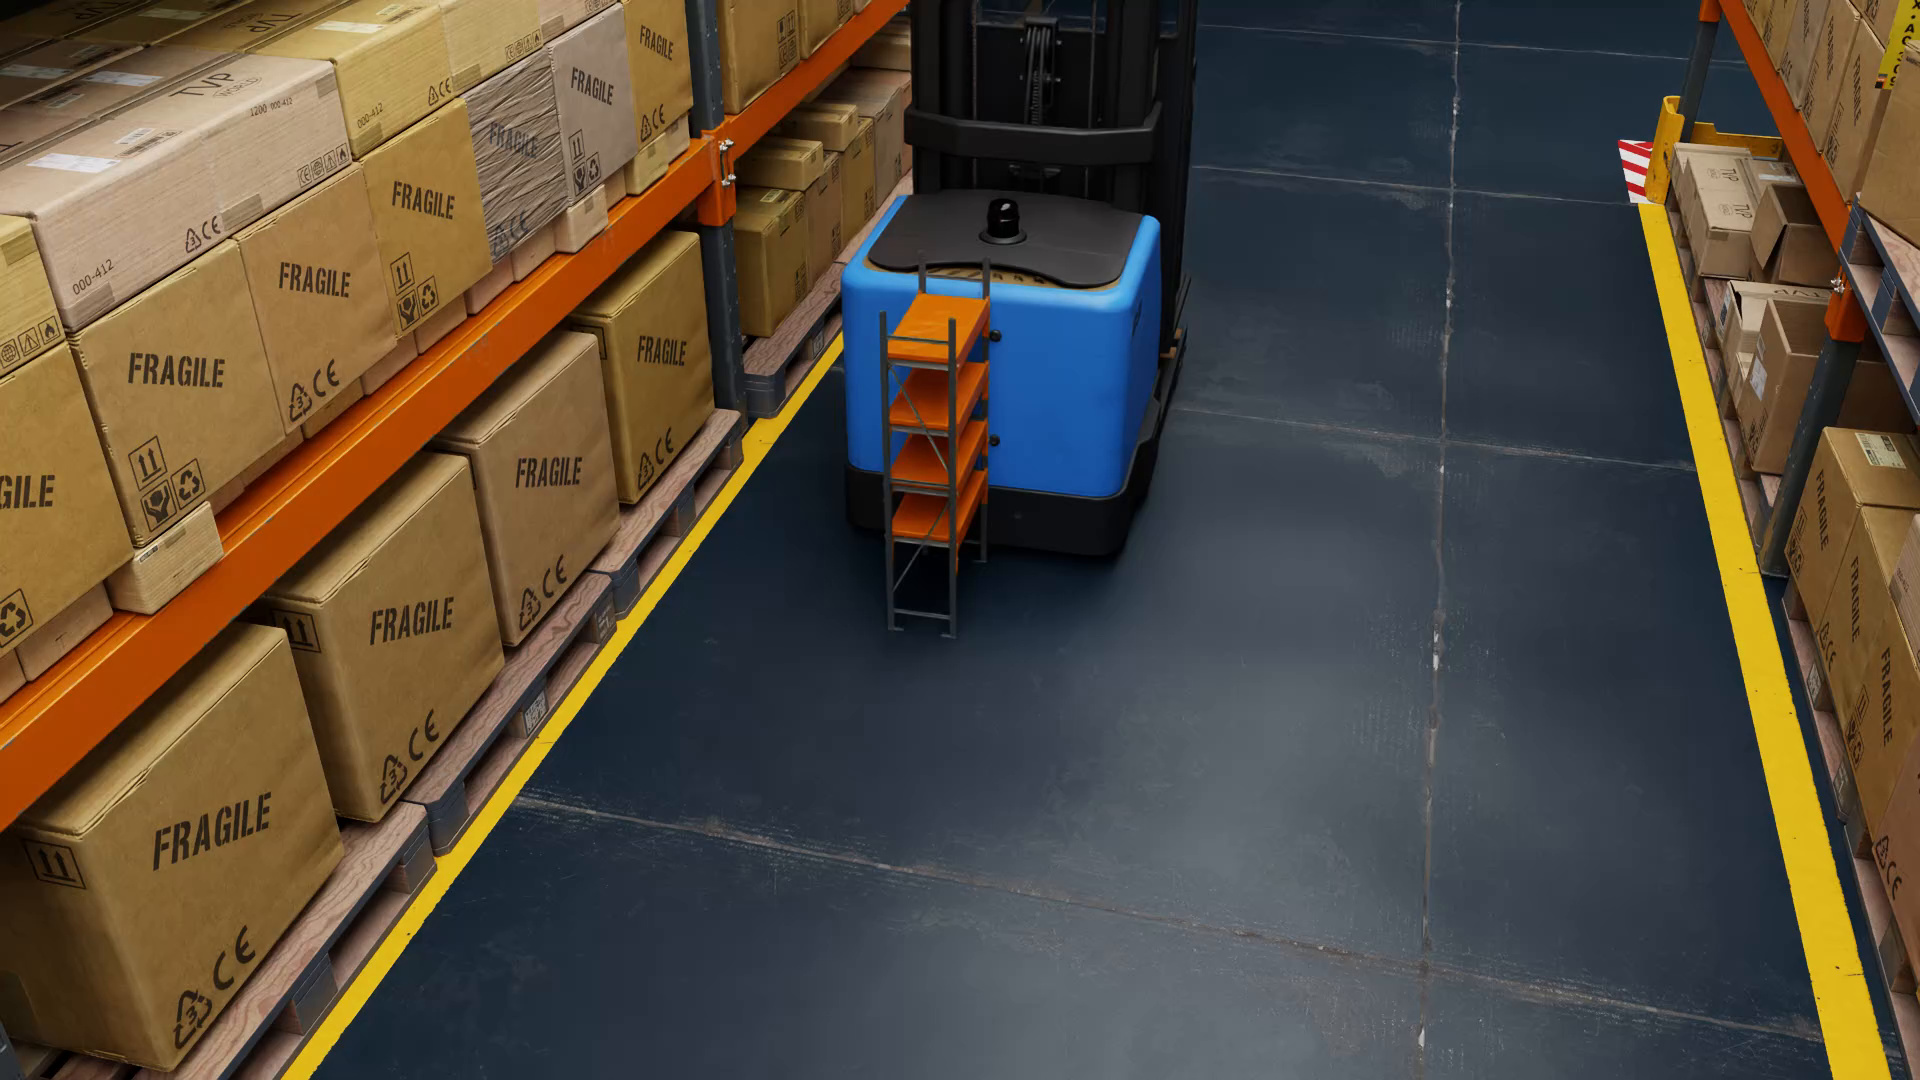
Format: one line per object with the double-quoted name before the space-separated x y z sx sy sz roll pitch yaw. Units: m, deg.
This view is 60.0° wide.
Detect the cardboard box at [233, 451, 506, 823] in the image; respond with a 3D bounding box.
"cardboard box" -1.857 0.220 4.721 0.750 0.750 0.750 8 33 12

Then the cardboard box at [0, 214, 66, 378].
"cardboard box" -2.027 -0.401 2.997 0.500 0.250 0.500 9 33 14

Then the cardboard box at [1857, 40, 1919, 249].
"cardboard box" 3.072 -1.100 4.700 0.700 0.500 0.500 -3 33 -4

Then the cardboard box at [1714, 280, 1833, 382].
"cardboard box" 3.469 -0.871 6.920 0.500 0.311 0.500 8 33 12

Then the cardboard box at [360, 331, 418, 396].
"cardboard box" -1.713 -0.532 4.507 0.380 0.149 0.250 8 33 13

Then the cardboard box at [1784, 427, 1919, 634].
"cardboard box" 3.050 -0.009 5.388 0.500 0.500 0.500 7 33 10

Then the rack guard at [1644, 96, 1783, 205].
"rack guard" 4.404 -2.077 9.052 1.175 0.500 0.348 8 33 12

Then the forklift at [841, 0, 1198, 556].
"forklift" 0.406 -1.961 6.602 1.130 2.935 3.031 7 33 11

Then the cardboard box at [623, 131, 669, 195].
"cardboard box" -1.237 -1.323 5.750 0.380 0.149 0.250 9 33 13

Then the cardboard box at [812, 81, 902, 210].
"cardboard box" -0.704 -2.069 8.647 0.700 0.500 0.500 7 33 11

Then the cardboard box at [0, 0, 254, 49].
"cardboard box" -2.138 -1.255 4.339 0.500 0.250 0.500 7 33 11

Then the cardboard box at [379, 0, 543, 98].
"cardboard box" -1.524 -1.455 4.655 0.500 0.250 0.500 9 33 13

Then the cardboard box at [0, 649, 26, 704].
"cardboard box" -2.092 0.265 3.252 0.380 0.149 0.250 8 33 12

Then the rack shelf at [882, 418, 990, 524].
"rack shelf" -0.075 -0.253 5.655 0.258 0.148 0.480 7 33 11

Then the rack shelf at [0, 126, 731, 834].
"rack shelf" -1.892 -0.427 4.796 1.077 0.370 4.000 8 33 12

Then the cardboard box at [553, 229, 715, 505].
"cardboard box" -1.424 -0.684 6.142 0.750 0.750 0.750 8 33 13

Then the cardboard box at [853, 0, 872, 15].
"cardboard box" -0.865 -2.931 7.786 0.980 0.700 0.700 6 33 10

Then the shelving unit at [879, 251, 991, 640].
"shelving unit" -0.075 -0.310 5.619 0.258 1.200 0.503 7 33 11

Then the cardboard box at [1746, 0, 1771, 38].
"cardboard box" 3.800 -2.491 7.279 0.500 0.500 0.500 8 33 12

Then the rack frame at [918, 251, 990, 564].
"rack frame" -0.020 -0.437 5.820 0.240 1.200 0.015 7 33 11

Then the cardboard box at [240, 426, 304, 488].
"cardboard box" -1.868 -0.274 4.100 0.380 0.149 0.250 9 33 13

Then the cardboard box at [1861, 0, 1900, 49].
"cardboard box" 3.286 -1.858 5.351 0.500 0.500 0.500 8 33 13

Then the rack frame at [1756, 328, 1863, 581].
"rack frame" 3.408 -1.096 5.178 1.000 3.000 0.127 8 33 12

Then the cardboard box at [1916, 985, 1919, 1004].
"cardboard box" 2.535 1.063 3.702 0.500 0.500 0.500 7 33 11

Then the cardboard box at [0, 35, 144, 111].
"cardboard box" -2.267 -0.990 3.924 0.500 0.250 0.500 7 33 11

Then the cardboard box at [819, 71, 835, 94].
"cardboard box" -0.867 -2.431 8.611 0.380 0.149 0.250 8 33 13

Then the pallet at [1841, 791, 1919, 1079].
"pallet" 2.931 1.143 4.255 1.003 0.211 1.213 8 33 12

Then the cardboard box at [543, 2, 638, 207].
"cardboard box" -1.378 -1.405 5.275 0.500 0.500 0.500 8 33 13

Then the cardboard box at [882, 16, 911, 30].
"cardboard box" -0.306 -2.772 9.148 0.380 0.149 0.250 8 33 12

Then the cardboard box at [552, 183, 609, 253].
"cardboard box" -1.357 -1.049 5.320 0.380 0.149 0.250 8 33 12

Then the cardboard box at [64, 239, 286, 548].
"cardboard box" -1.887 -0.357 3.626 0.500 0.500 0.500 9 34 14

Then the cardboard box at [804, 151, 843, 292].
"cardboard box" -0.965 -1.525 7.792 0.700 0.500 0.500 8 33 12

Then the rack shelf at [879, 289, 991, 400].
"rack shelf" -0.075 -0.642 5.408 0.258 0.148 0.480 7 33 11

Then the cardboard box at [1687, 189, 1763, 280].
"cardboard box" 3.757 -1.435 7.864 0.500 0.250 0.500 8 33 12

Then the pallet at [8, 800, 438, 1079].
"pallet" -2.126 1.085 4.346 1.003 0.211 1.213 8 33 12

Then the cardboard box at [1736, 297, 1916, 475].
"cardboard box" 3.278 -0.561 6.257 0.500 0.500 0.500 8 33 12

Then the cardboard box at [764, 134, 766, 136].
"cardboard box" -1.126 -1.901 7.778 0.380 0.149 0.250 7 33 11

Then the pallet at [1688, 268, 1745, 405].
"pallet" 3.891 -0.911 7.486 1.003 0.211 1.213 8 33 12

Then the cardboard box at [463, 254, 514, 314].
"cardboard box" -1.561 -0.804 4.934 0.380 0.149 0.250 7 33 11

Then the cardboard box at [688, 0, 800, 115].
"cardboard box" -1.231 -2.174 6.595 0.980 0.700 0.700 9 33 13

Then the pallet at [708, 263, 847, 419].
"pallet" -1.116 -0.976 7.588 1.003 0.211 1.213 8 33 12

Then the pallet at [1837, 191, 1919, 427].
"pallet" 3.100 -0.615 4.601 1.003 0.211 1.213 8 33 12

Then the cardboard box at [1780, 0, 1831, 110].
"cardboard box" 3.544 -1.967 6.455 0.500 0.500 0.500 9 33 13

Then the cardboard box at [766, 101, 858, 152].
"cardboard box" -0.700 -1.963 7.875 0.380 0.149 0.250 7 33 11

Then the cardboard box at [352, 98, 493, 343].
"cardboard box" -1.635 -0.885 4.458 0.500 0.500 0.500 9 34 14

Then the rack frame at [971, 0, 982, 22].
"rack frame" -0.369 -3.844 9.501 1.000 3.000 0.127 8 33 12

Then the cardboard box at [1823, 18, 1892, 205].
"cardboard box" 3.287 -1.433 5.614 0.500 0.500 0.500 9 33 13

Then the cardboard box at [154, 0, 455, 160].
"cardboard box" -1.653 -1.191 4.239 0.500 0.250 0.500 7 33 11

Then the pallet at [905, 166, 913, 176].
"pallet" -0.496 -2.242 9.580 1.003 0.211 1.213 8 33 12

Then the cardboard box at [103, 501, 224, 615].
"cardboard box" -1.870 0.009 3.655 0.380 0.149 0.250 9 34 14

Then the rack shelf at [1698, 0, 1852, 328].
"rack shelf" 3.916 -1.830 7.004 1.077 0.370 4.000 8 33 12

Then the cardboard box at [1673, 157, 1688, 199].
"cardboard box" 3.921 -1.862 8.613 0.380 0.166 0.250 8 33 12

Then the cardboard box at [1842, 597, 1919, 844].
"cardboard box" 2.791 0.528 4.544 0.500 0.500 0.500 8 33 13
